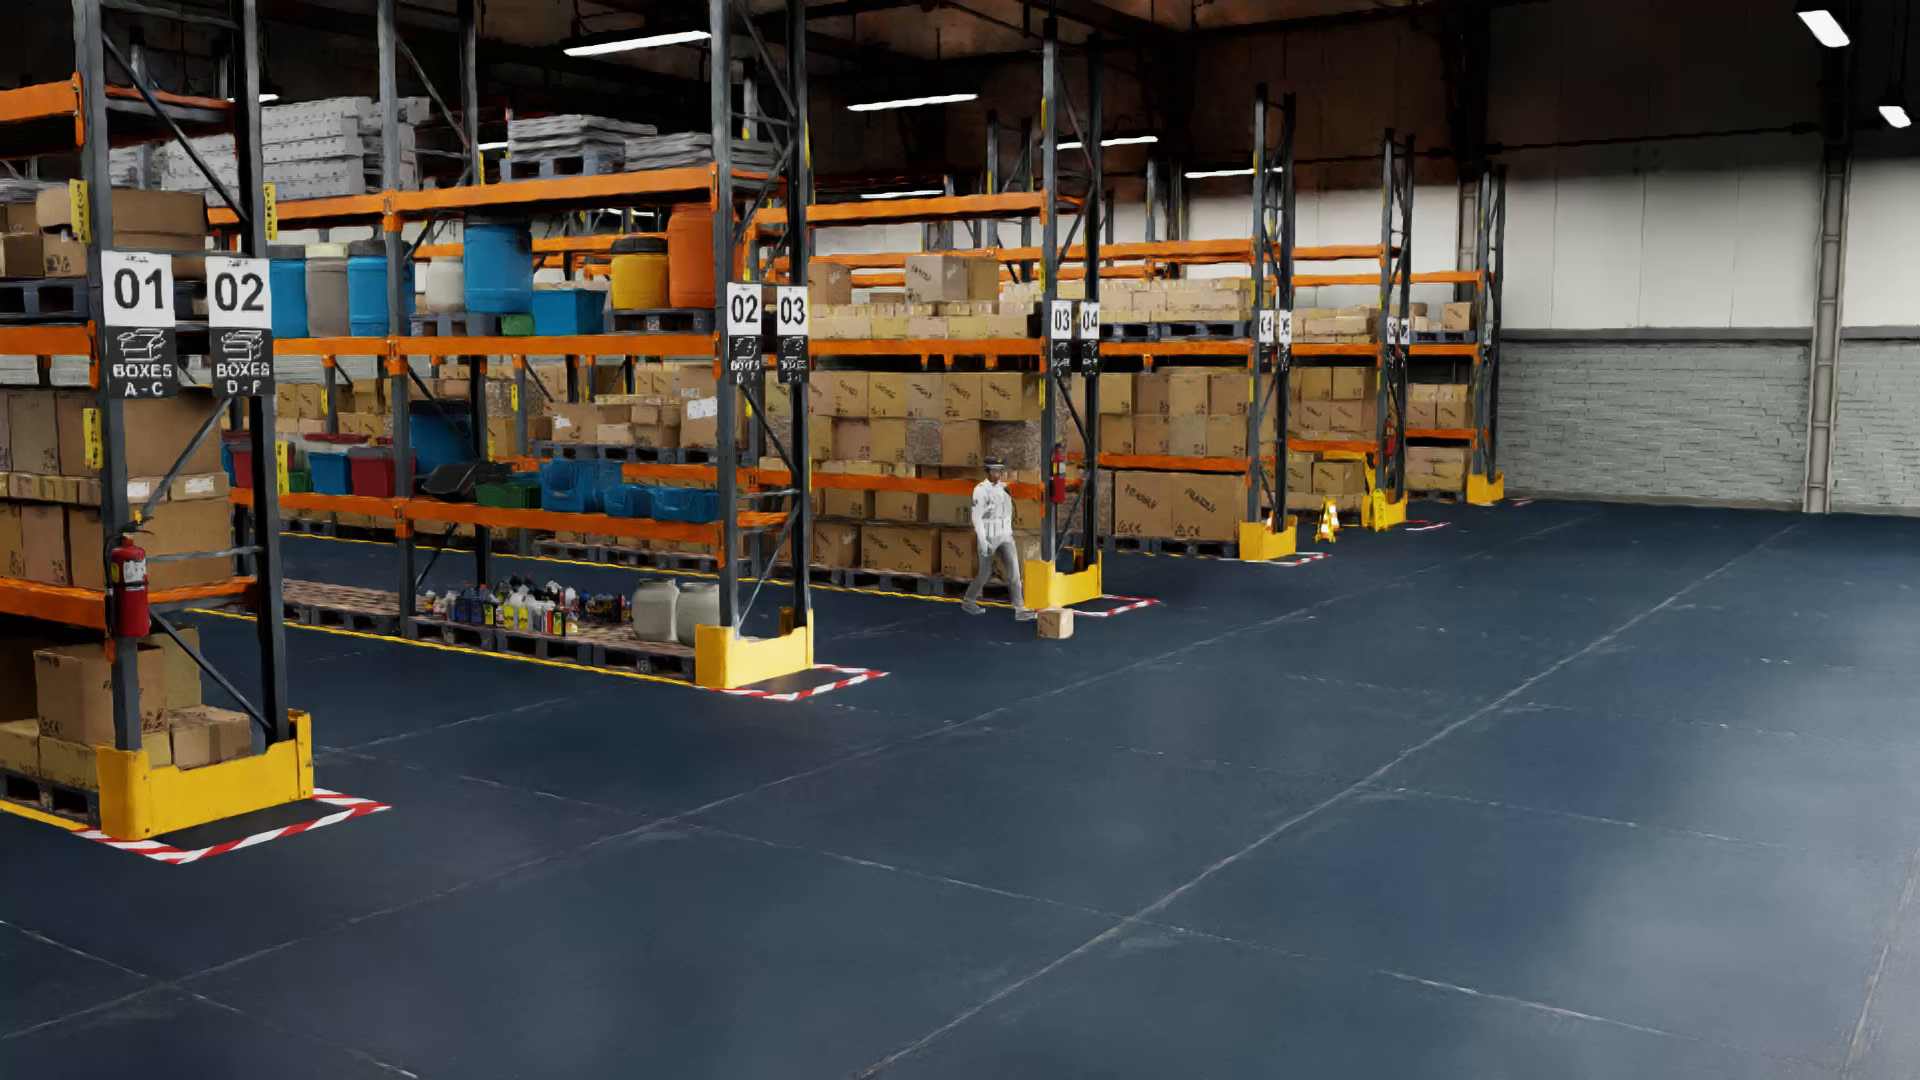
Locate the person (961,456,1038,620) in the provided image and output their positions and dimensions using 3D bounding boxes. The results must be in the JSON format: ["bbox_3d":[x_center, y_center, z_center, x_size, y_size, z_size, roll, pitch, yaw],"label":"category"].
[{"bbox_3d":[0.360,-0.020,16.466,0.519,1.628,0.876,-5,8,-37],"label":"person"}]
